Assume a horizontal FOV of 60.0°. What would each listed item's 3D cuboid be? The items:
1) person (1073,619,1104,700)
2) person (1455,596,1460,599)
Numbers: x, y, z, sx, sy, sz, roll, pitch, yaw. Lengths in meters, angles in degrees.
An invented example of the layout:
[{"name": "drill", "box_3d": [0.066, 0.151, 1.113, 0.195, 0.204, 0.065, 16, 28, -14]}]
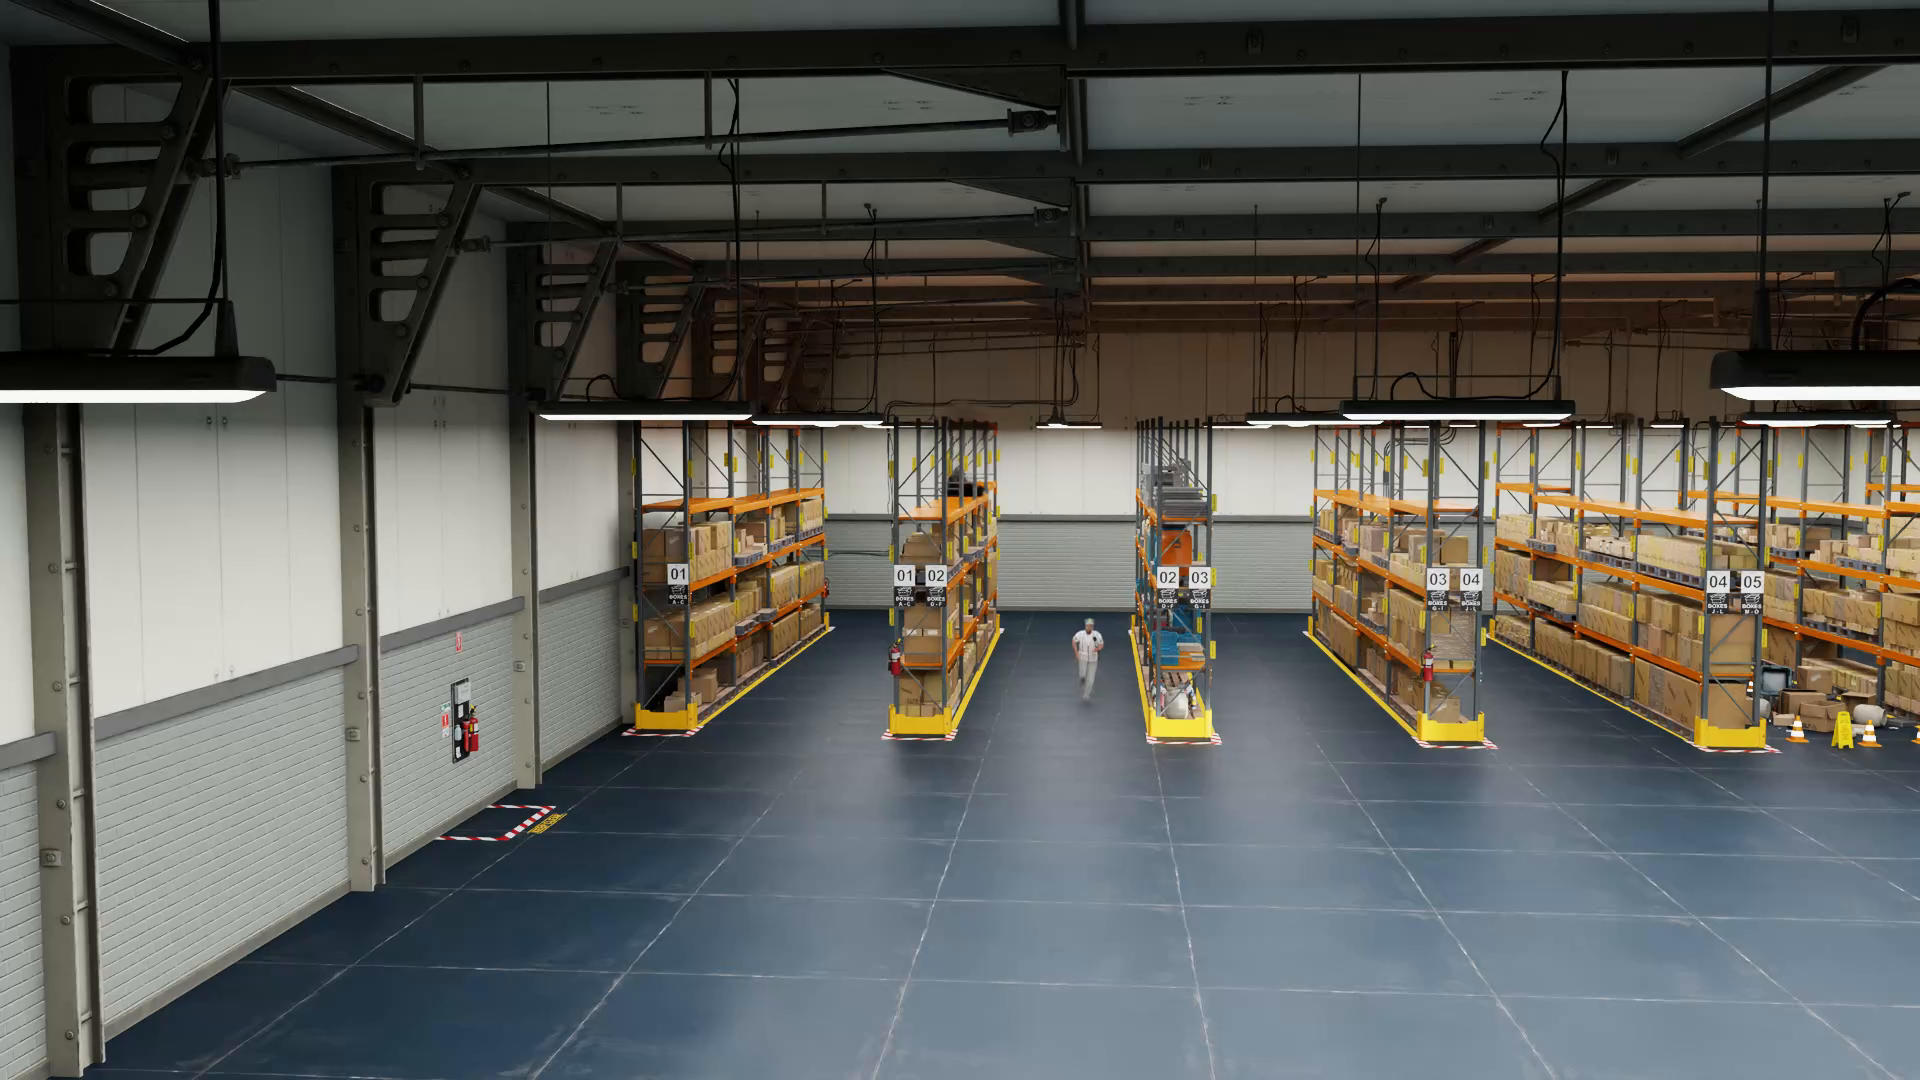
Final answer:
[{"name": "person", "box_3d": [2.729, 2.535, 35.338, 0.655, 1.748, 0.697, 0, 4, 1]}, {"name": "person", "box_3d": [13.538, 1.996, 44.910, 0.581, 1.613, 0.557, 1, 4, 8]}]
